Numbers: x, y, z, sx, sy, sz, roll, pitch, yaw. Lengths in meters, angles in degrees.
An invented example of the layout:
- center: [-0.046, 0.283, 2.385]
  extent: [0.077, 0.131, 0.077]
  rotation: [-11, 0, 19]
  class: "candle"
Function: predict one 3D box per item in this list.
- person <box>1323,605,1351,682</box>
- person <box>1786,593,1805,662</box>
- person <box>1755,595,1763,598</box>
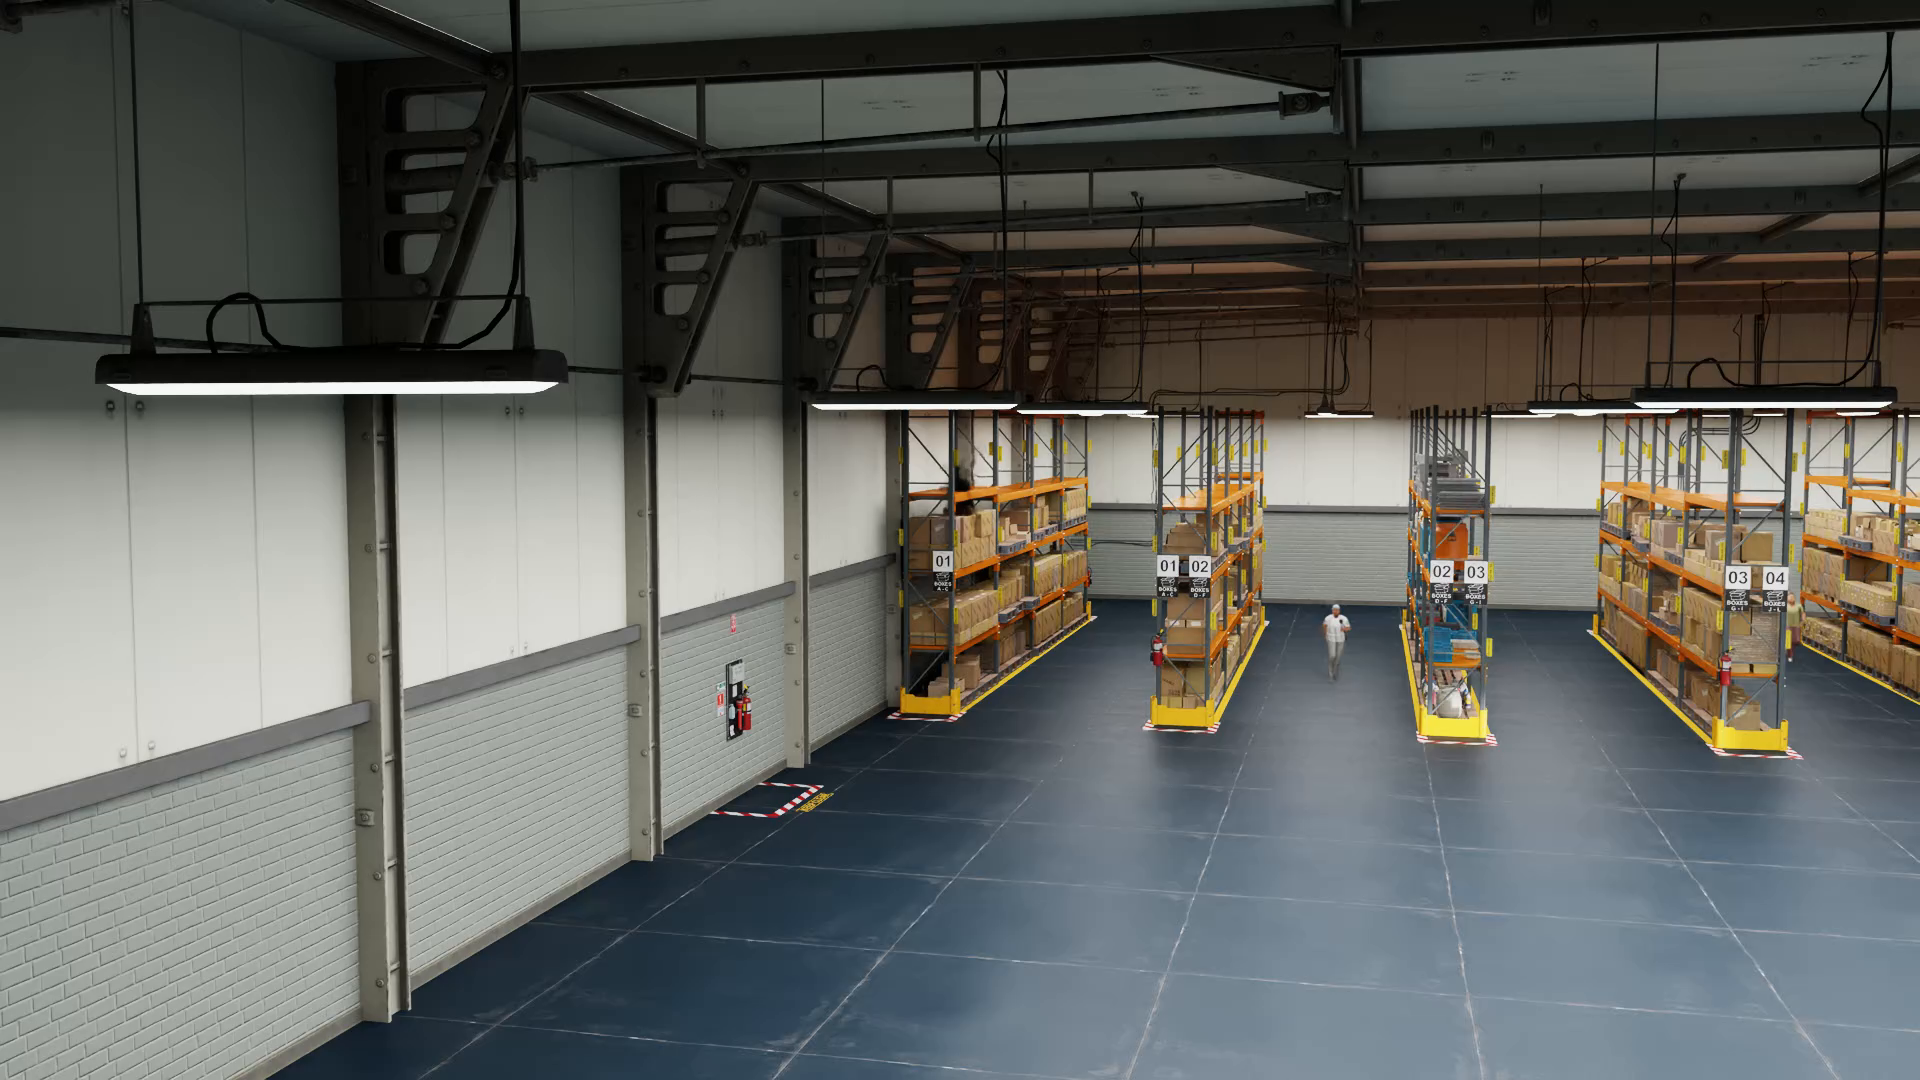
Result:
- center: [8.317, 2.281, 36.693]
  extent: [0.574, 1.737, 0.754]
  rotation: [1, 4, 8]
  class: "person"
- center: [19.810, 2.076, 39.589]
  extent: [0.584, 1.633, 0.535]
  rotation: [1, 4, 17]
  class: "person"
- center: [20.999, 1.699, 44.242]
  extent: [0.741, 1.717, 0.714]
  rotation: [0, 4, -4]
  class: "person"
